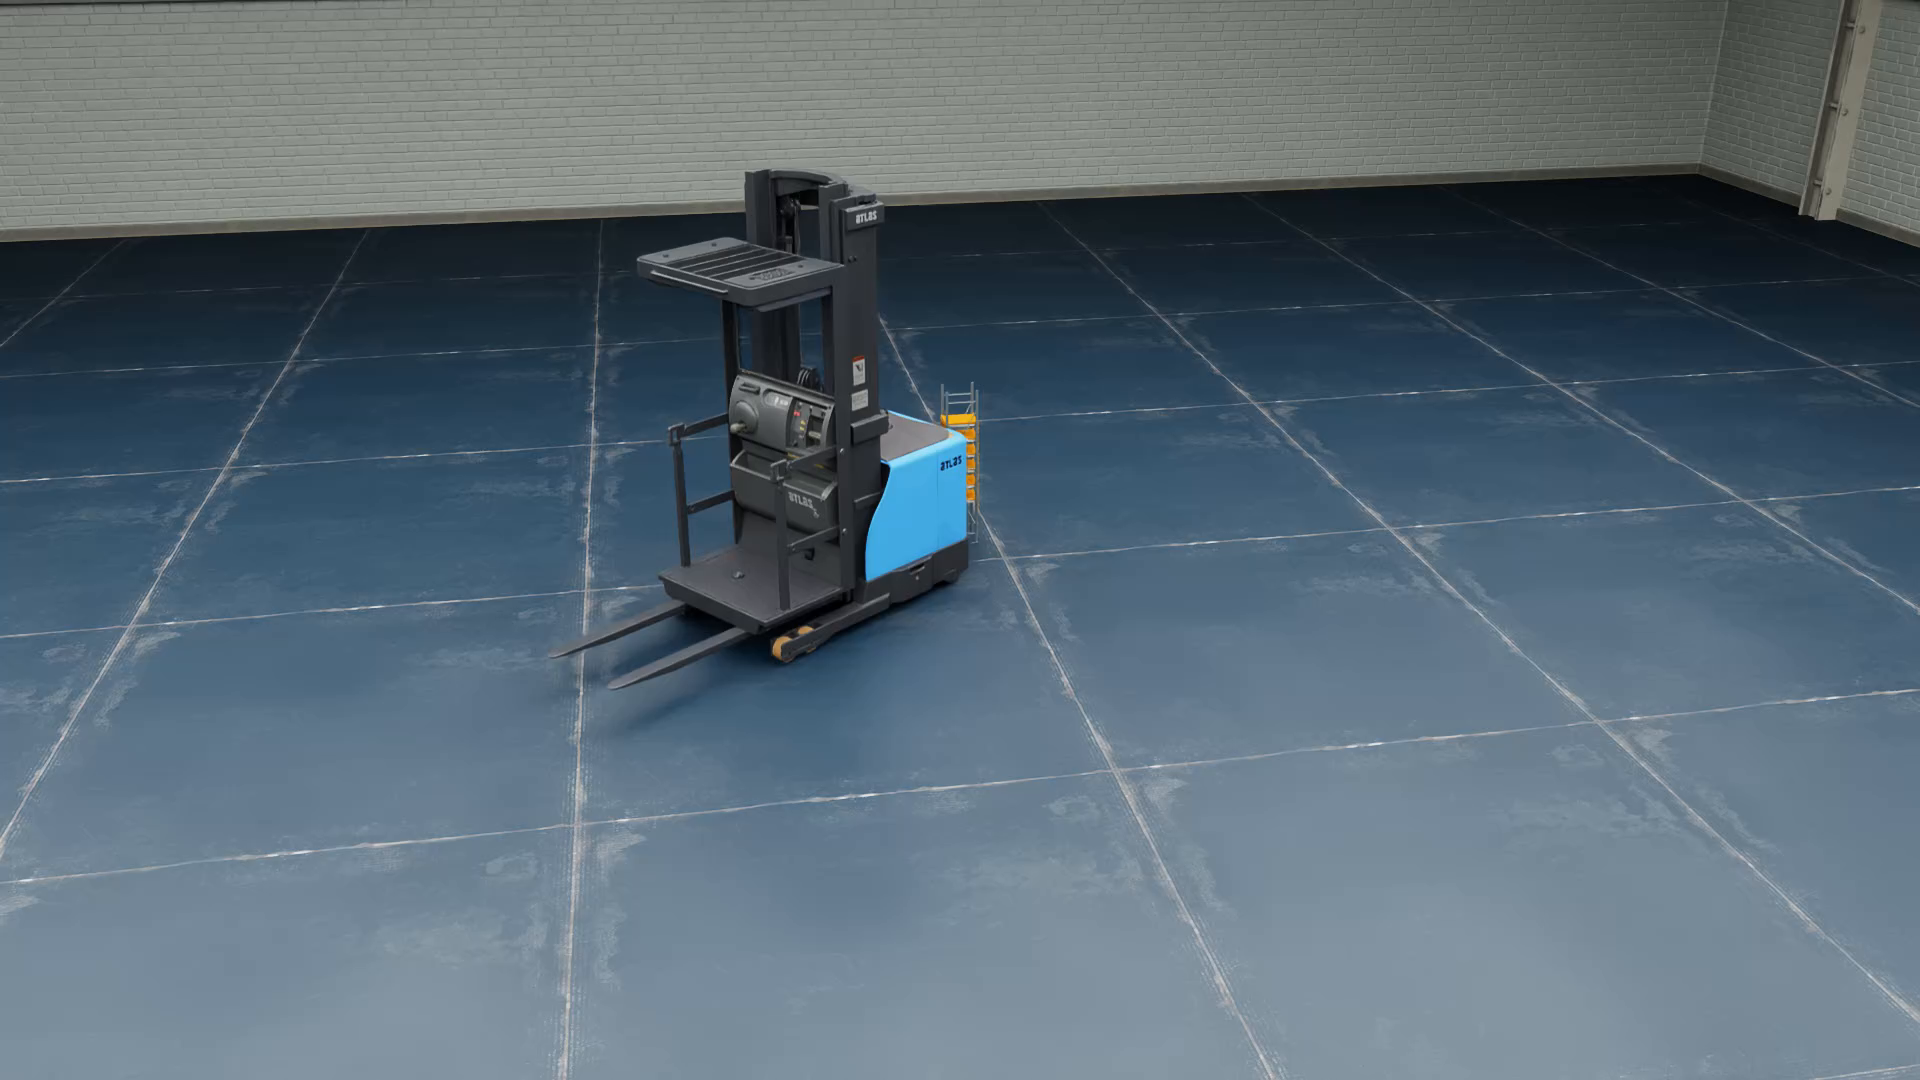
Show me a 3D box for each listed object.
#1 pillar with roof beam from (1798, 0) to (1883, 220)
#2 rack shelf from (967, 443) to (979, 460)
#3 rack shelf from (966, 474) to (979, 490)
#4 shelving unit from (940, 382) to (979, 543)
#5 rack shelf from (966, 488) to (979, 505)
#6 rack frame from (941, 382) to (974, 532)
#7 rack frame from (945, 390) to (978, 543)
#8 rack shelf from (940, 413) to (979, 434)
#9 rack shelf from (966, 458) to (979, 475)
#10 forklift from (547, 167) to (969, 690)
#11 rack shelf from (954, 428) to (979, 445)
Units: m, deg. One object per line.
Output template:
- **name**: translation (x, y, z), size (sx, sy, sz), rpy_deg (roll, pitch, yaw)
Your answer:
- **pillar with roof beam**: translation (7.383, -8.186, 19.992), size (9.100, 9.000, 0.400), rpy_deg (-4, 24, -10)
- **rack shelf**: translation (-0.003, -0.625, 12.235), size (0.258, 0.103, 0.180), rpy_deg (-4, 24, -10)
- **rack shelf**: translation (-0.003, -0.405, 12.331), size (0.258, 0.103, 0.180), rpy_deg (-4, 24, -10)
- **shelving unit**: translation (-0.003, -0.556, 12.265), size (0.258, 1.200, 0.189), rpy_deg (-4, 24, -10)
- **rack shelf**: translation (-0.003, -0.295, 12.379), size (0.258, 0.103, 0.180), rpy_deg (-4, 24, -10)
- **rack frame**: translation (-0.020, -0.592, 12.348), size (0.240, 1.200, 0.006), rpy_deg (-4, 24, -10)
- **rack frame**: translation (0.014, -0.520, 12.183), size (0.240, 1.200, 0.006), rpy_deg (-4, 24, -10)
- **rack shelf**: translation (-0.003, -0.845, 12.139), size (0.258, 0.103, 0.180), rpy_deg (-4, 24, -10)
- **rack shelf**: translation (-0.003, -0.515, 12.283), size (0.258, 0.103, 0.180), rpy_deg (-4, 24, -10)
- **forklift**: translation (-1.302, -0.786, 10.631), size (1.130, 2.935, 3.031), rpy_deg (20, 31, 38)
- **rack shelf**: translation (-0.003, -0.735, 12.187), size (0.258, 0.103, 0.180), rpy_deg (-4, 24, -10)
